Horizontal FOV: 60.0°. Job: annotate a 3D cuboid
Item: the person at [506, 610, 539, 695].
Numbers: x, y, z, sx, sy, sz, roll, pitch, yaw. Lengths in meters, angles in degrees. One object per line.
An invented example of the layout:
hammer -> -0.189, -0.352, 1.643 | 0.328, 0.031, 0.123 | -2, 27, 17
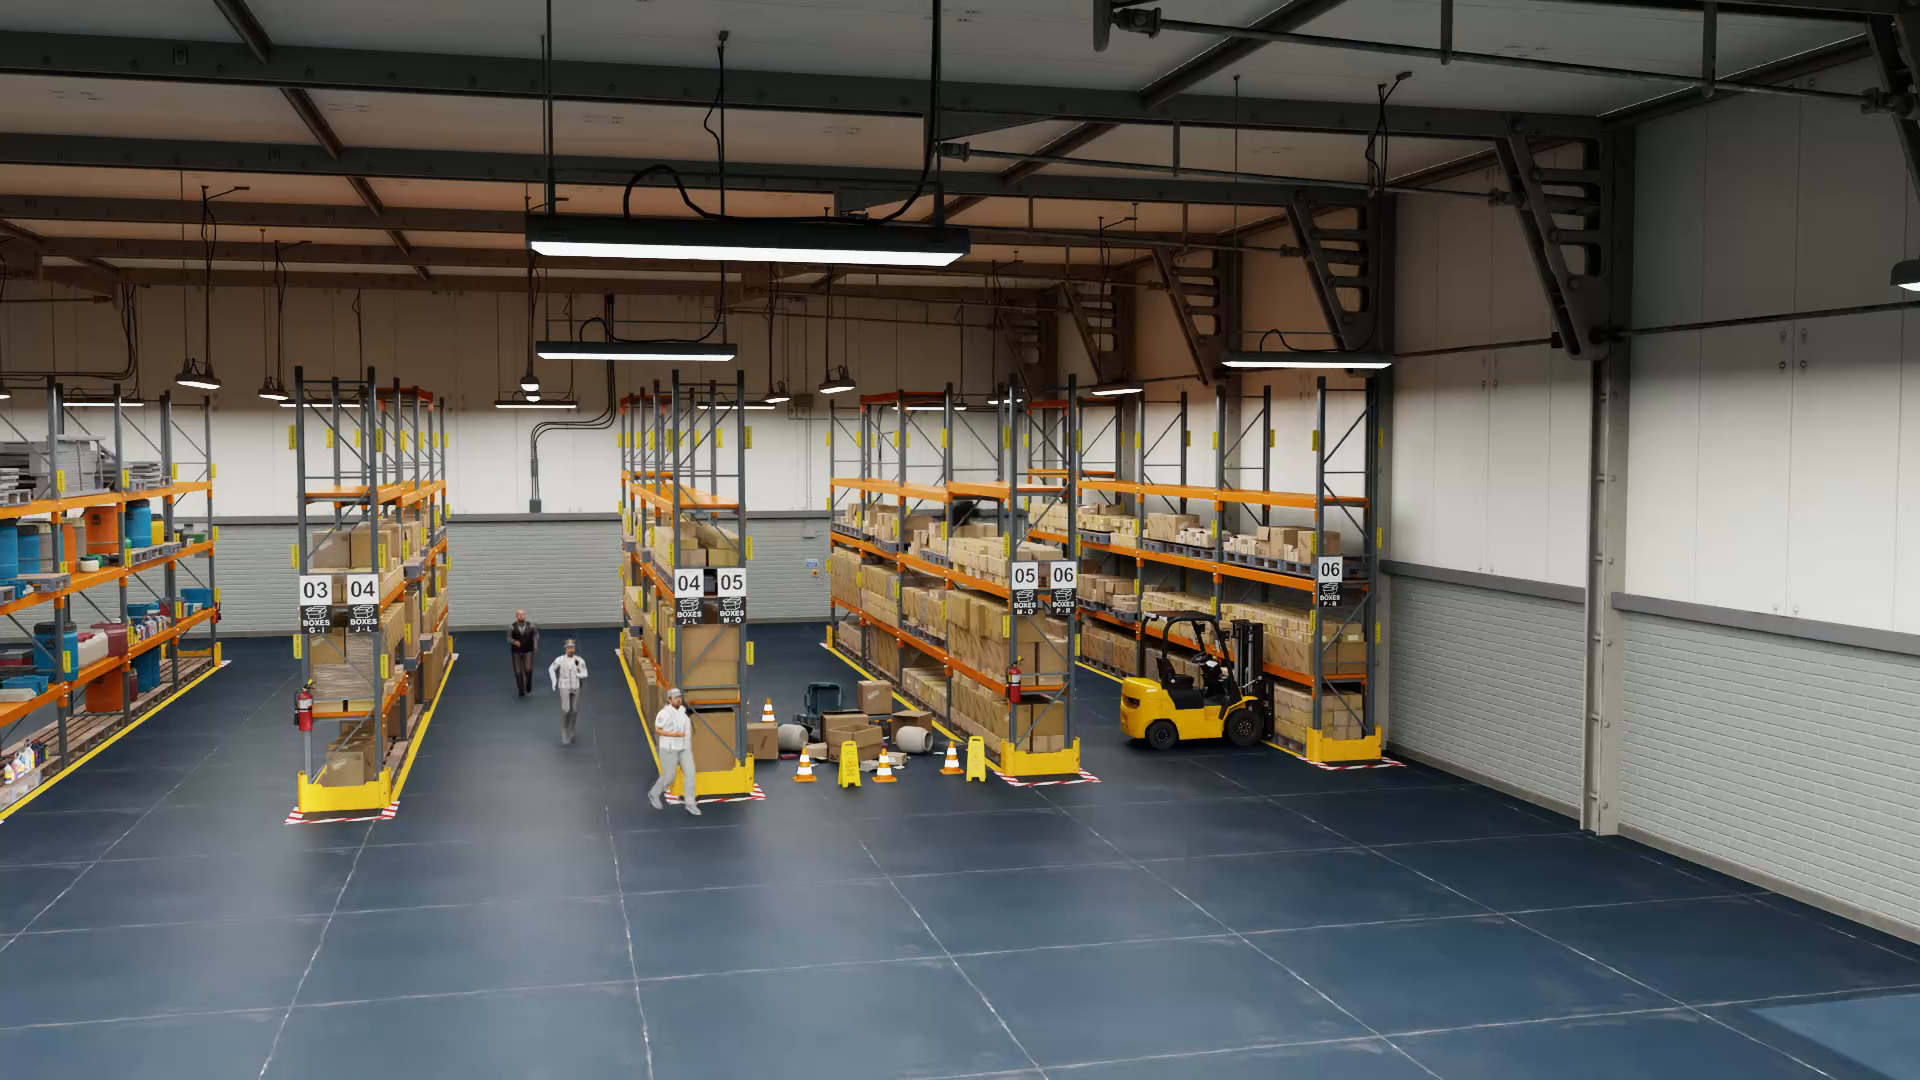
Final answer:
person -> -8.556, 2.212, 32.544 | 0.644, 1.681, 0.596 | -1, 4, -15

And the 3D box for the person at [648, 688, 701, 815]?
person -> -3.836, 2.831, 22.350 | 0.827, 1.684, 0.614 | 3, 4, 40

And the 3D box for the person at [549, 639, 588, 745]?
person -> -6.480, 2.513, 27.606 | 0.576, 1.749, 0.732 | -2, 4, -24
